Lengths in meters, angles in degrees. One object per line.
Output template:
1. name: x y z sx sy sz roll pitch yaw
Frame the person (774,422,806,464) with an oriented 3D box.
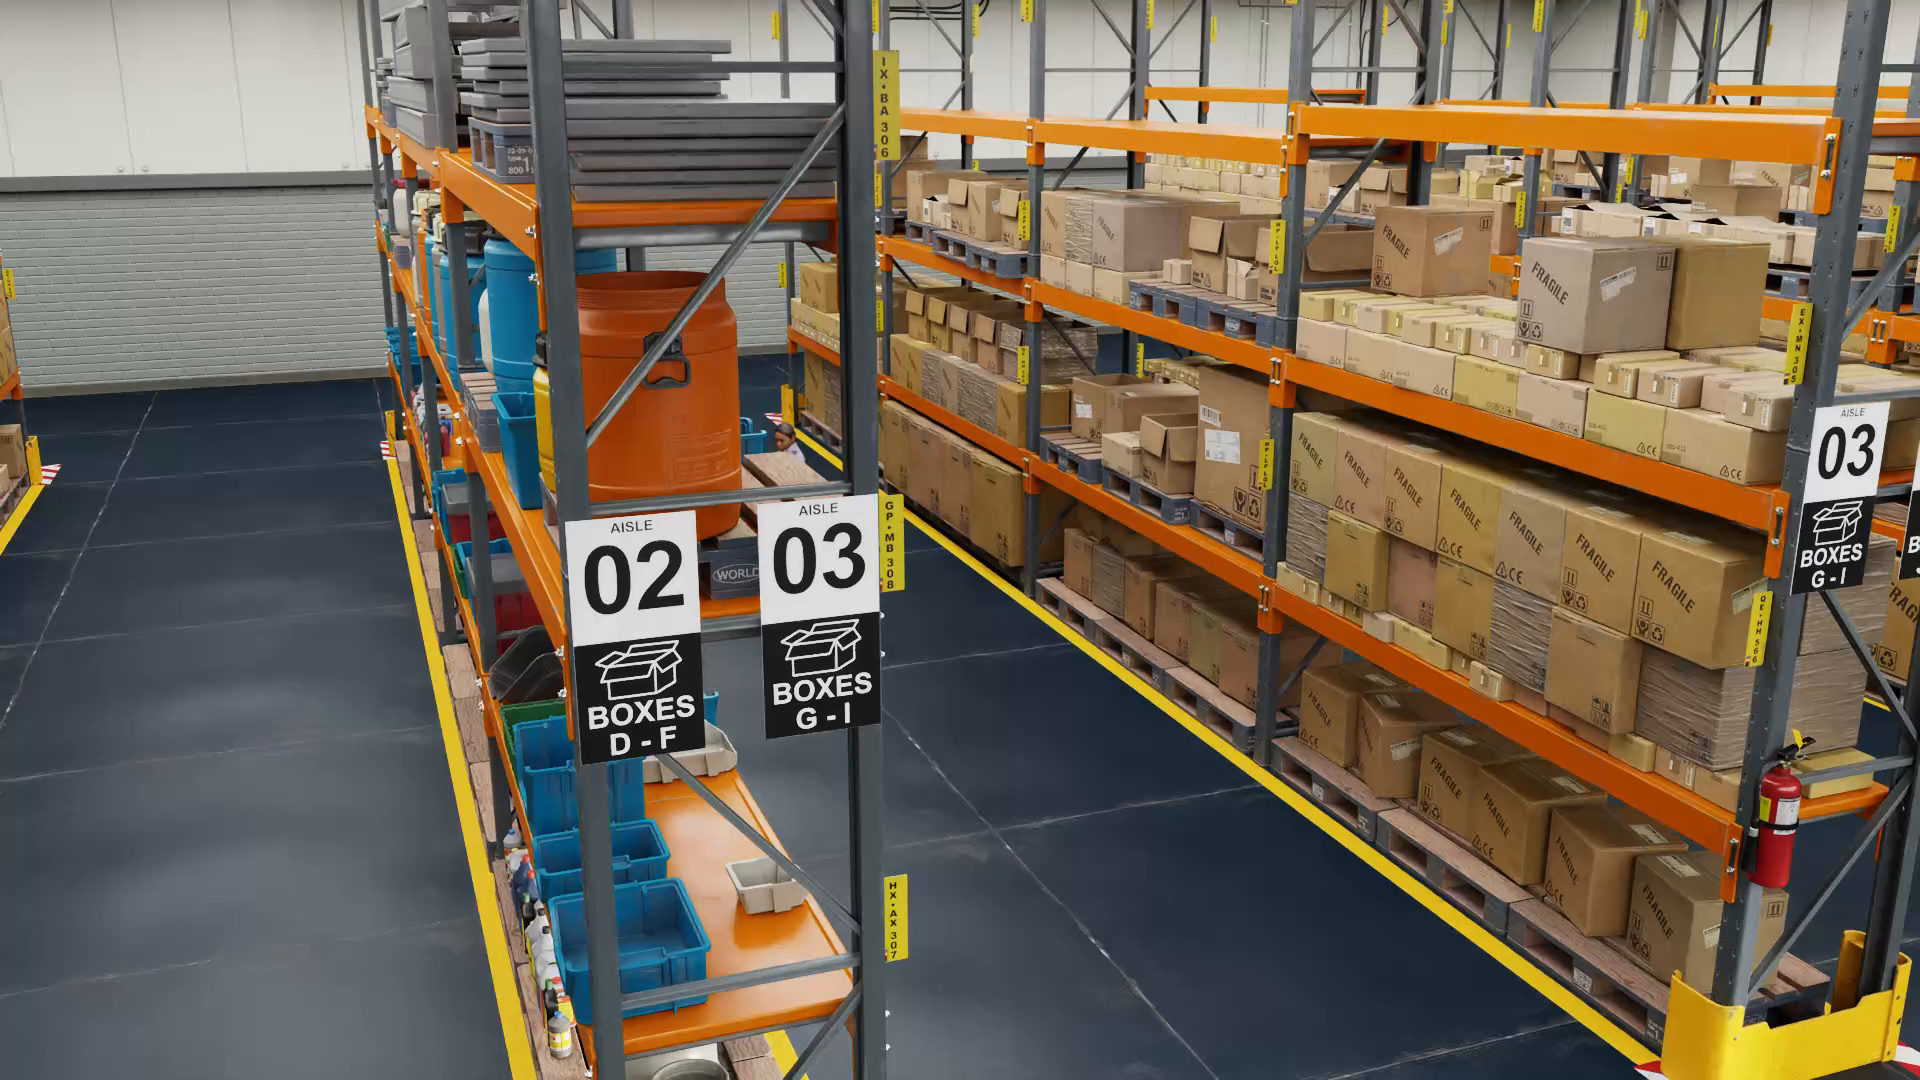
1. person: -1.467 -0.242 14.419 0.858 1.607 0.646 -2 16 -6
